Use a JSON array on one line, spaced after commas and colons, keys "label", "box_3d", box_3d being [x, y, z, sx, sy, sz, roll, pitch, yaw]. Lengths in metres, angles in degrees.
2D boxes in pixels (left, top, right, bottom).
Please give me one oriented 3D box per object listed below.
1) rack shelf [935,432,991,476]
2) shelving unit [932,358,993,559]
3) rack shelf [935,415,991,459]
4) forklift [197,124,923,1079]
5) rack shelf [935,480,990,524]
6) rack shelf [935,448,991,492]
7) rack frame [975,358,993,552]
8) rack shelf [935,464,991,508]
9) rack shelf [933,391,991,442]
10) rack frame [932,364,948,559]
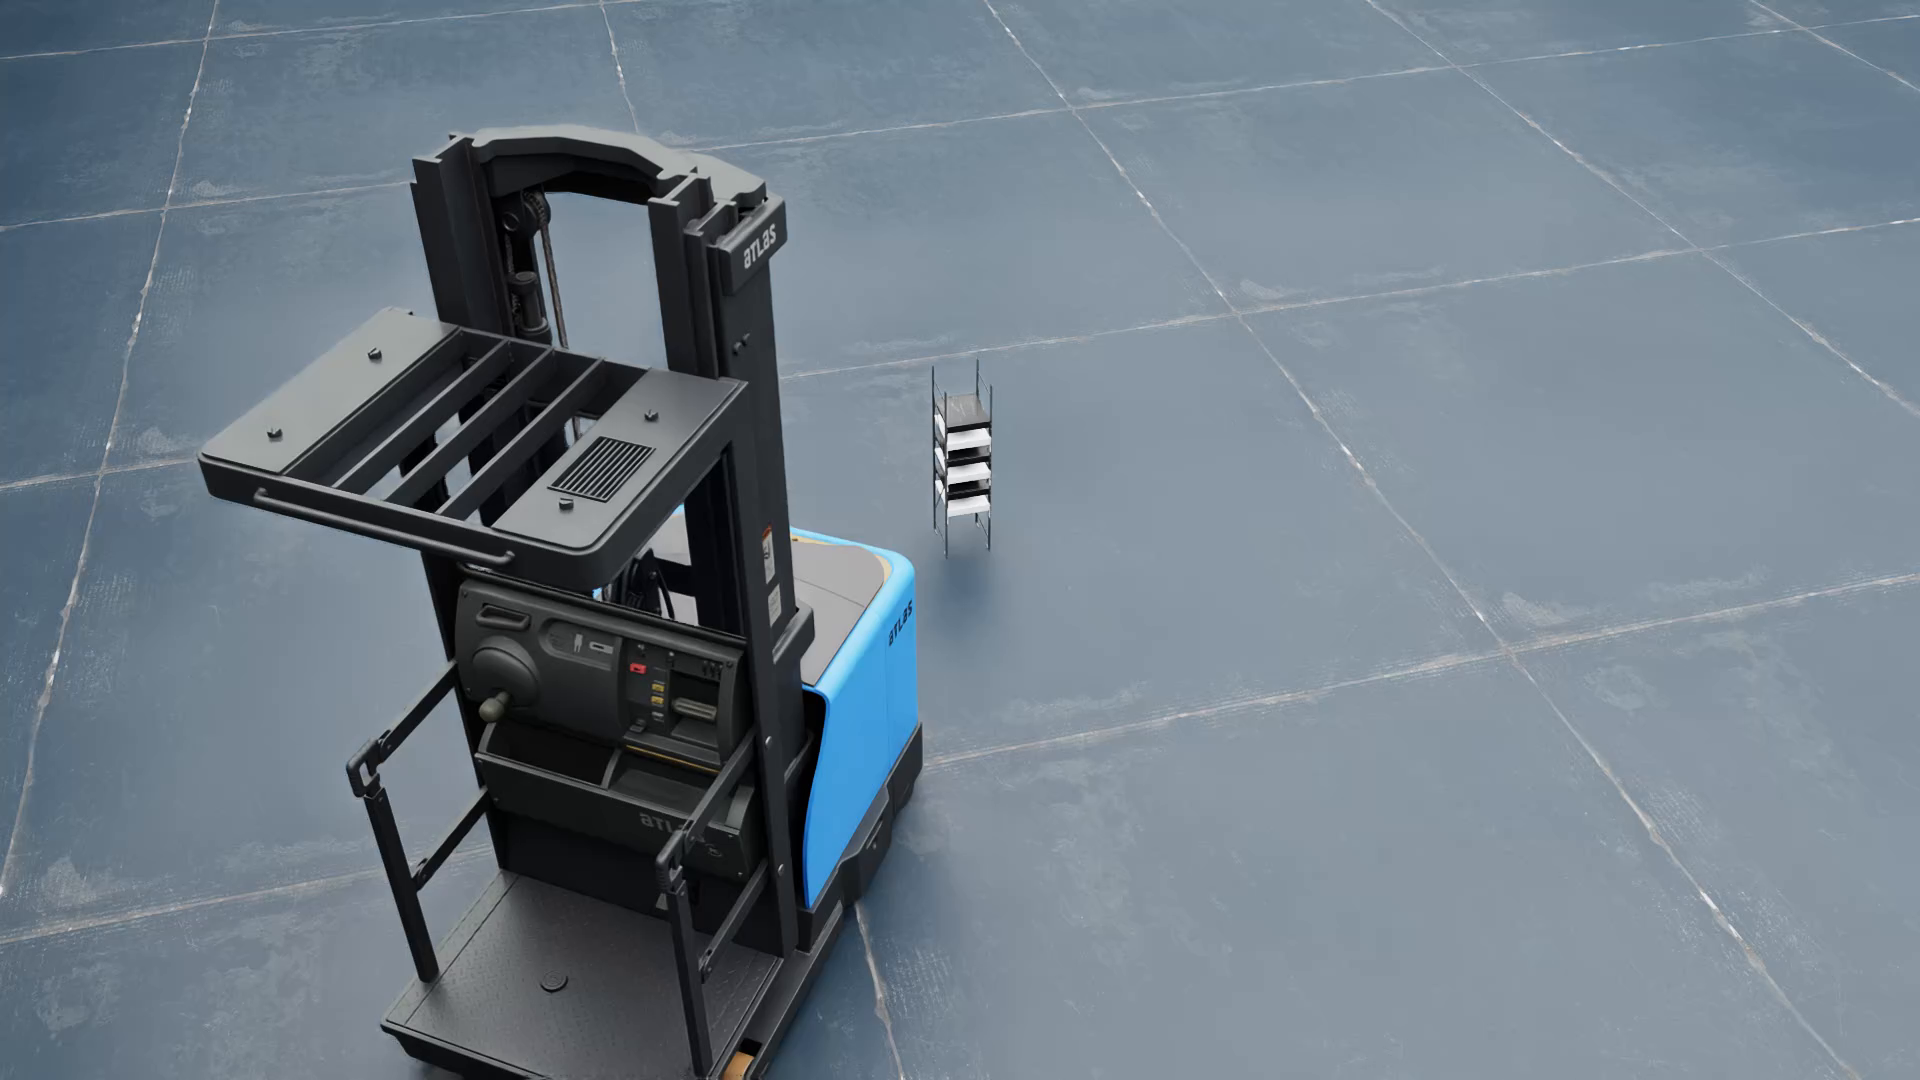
[{"label": "rack shelf", "box_3d": [0.008, -0.404, 7.444, 0.200, 0.077, 0.258, -9, 38, -12]}, {"label": "shelving unit", "box_3d": [0.008, -0.359, 7.478, 0.210, 0.900, 0.258, -9, 38, -12]}, {"label": "rack shelf", "box_3d": [0.008, -0.475, 7.389, 0.200, 0.077, 0.258, -9, 38, -12]}, {"label": "forklift", "box_3d": [-1.146, 0.475, 4.717, 1.130, 2.935, 3.031, 13, 39, 16]}, {"label": "rack shelf", "box_3d": [0.008, -0.189, 7.608, 0.200, 0.077, 0.258, -9, 38, -12]}, {"label": "rack shelf", "box_3d": [0.008, -0.332, 7.499, 0.200, 0.077, 0.258, -9, 38, -12]}, {"label": "rack frame", "box_3d": [0.106, -0.375, 7.499, 0.006, 0.900, 0.240, -9, 38, -12]}, {"label": "rack shelf", "box_3d": [0.008, -0.261, 7.553, 0.200, 0.077, 0.258, -9, 38, -12]}, {"label": "rack shelf", "box_3d": [0.008, -0.547, 7.334, 0.200, 0.077, 0.258, -9, 38, -12]}, {"label": "rack frame", "box_3d": [-0.090, -0.343, 7.457, 0.006, 0.900, 0.240, -9, 38, -12]}]
